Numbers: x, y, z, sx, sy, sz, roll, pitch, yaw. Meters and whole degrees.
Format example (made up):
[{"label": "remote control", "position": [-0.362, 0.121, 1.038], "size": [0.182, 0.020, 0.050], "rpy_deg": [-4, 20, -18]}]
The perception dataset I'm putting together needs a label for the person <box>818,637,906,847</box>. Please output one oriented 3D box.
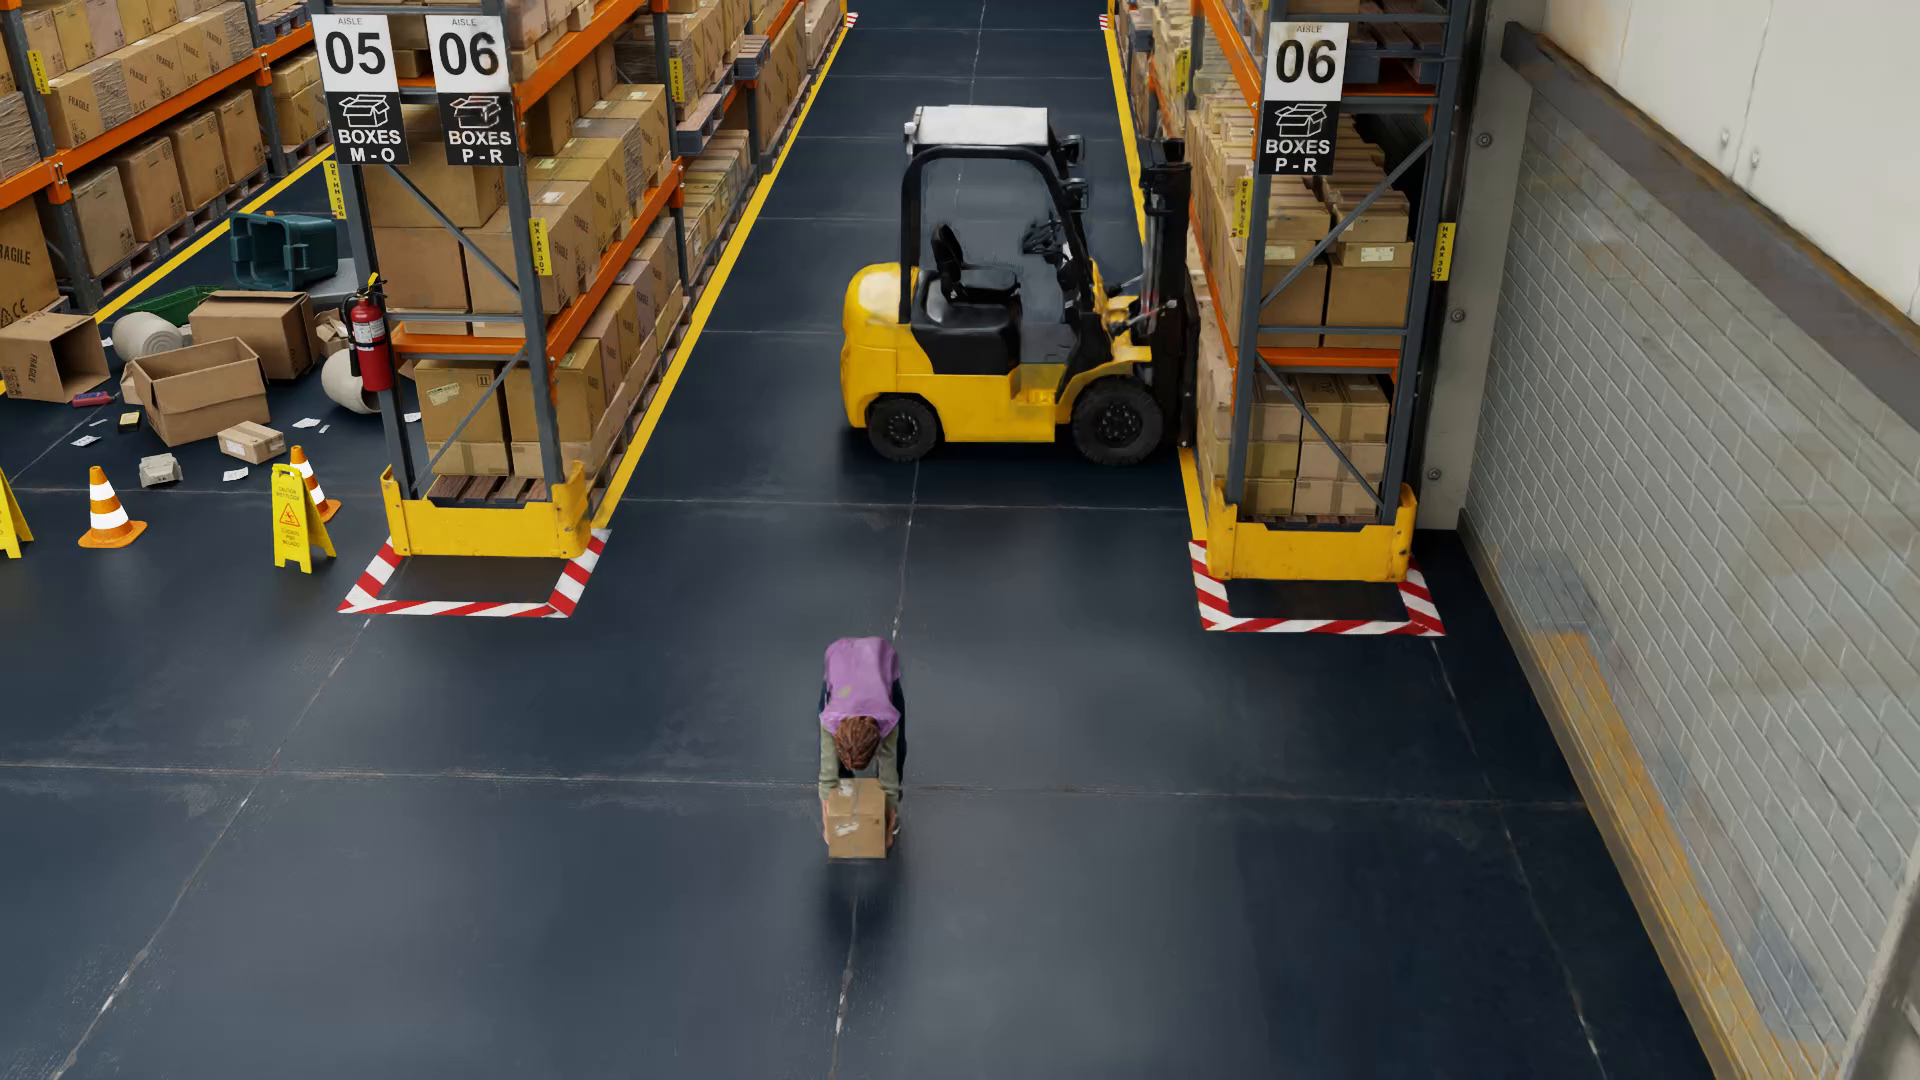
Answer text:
[{"label": "person", "position": [-0.445, 0.981, 7.465], "size": [0.403, 0.980, 0.871], "rpy_deg": [0, 28, 0]}]
